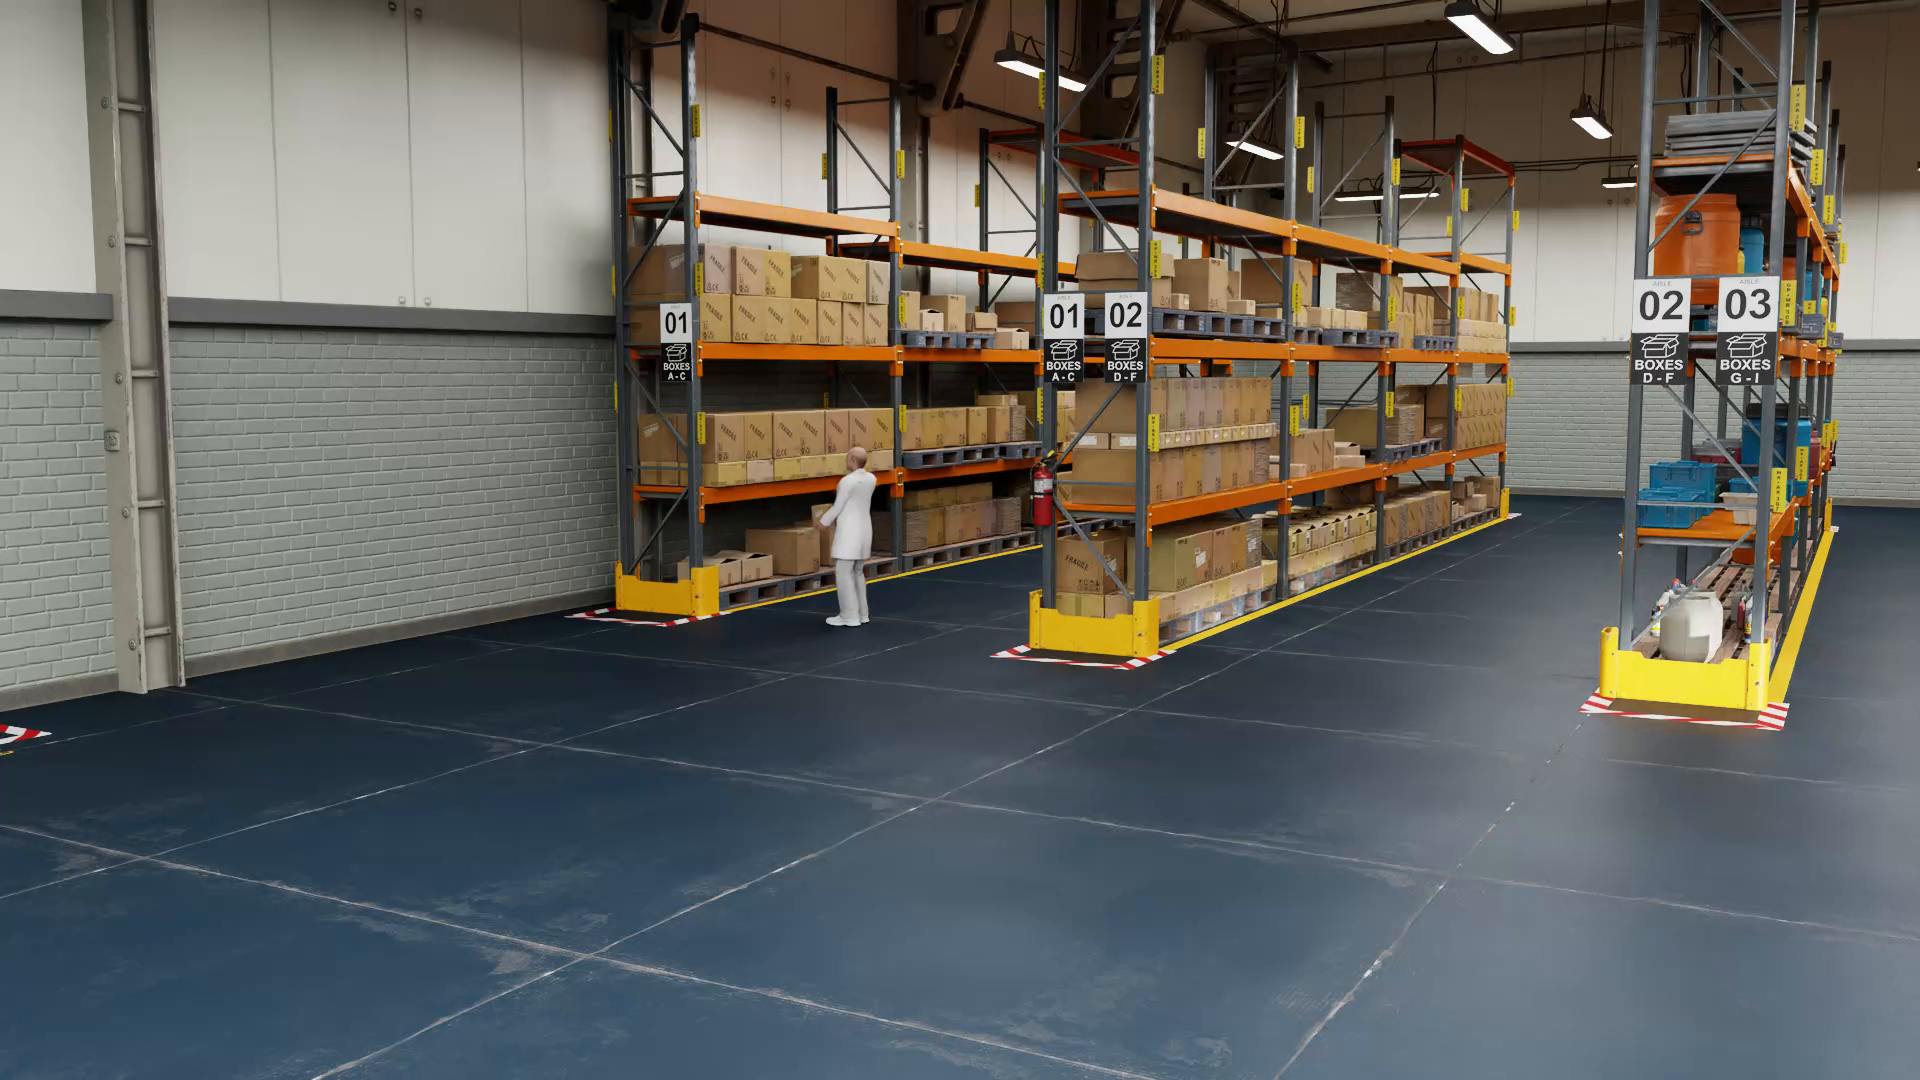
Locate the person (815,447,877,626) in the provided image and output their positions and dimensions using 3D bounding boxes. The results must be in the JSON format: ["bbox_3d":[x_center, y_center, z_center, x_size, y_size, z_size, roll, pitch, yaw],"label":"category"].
[{"bbox_3d":[-1.146,-0.045,16.545,0.554,1.771,0.529,3,7,30],"label":"person"}]
